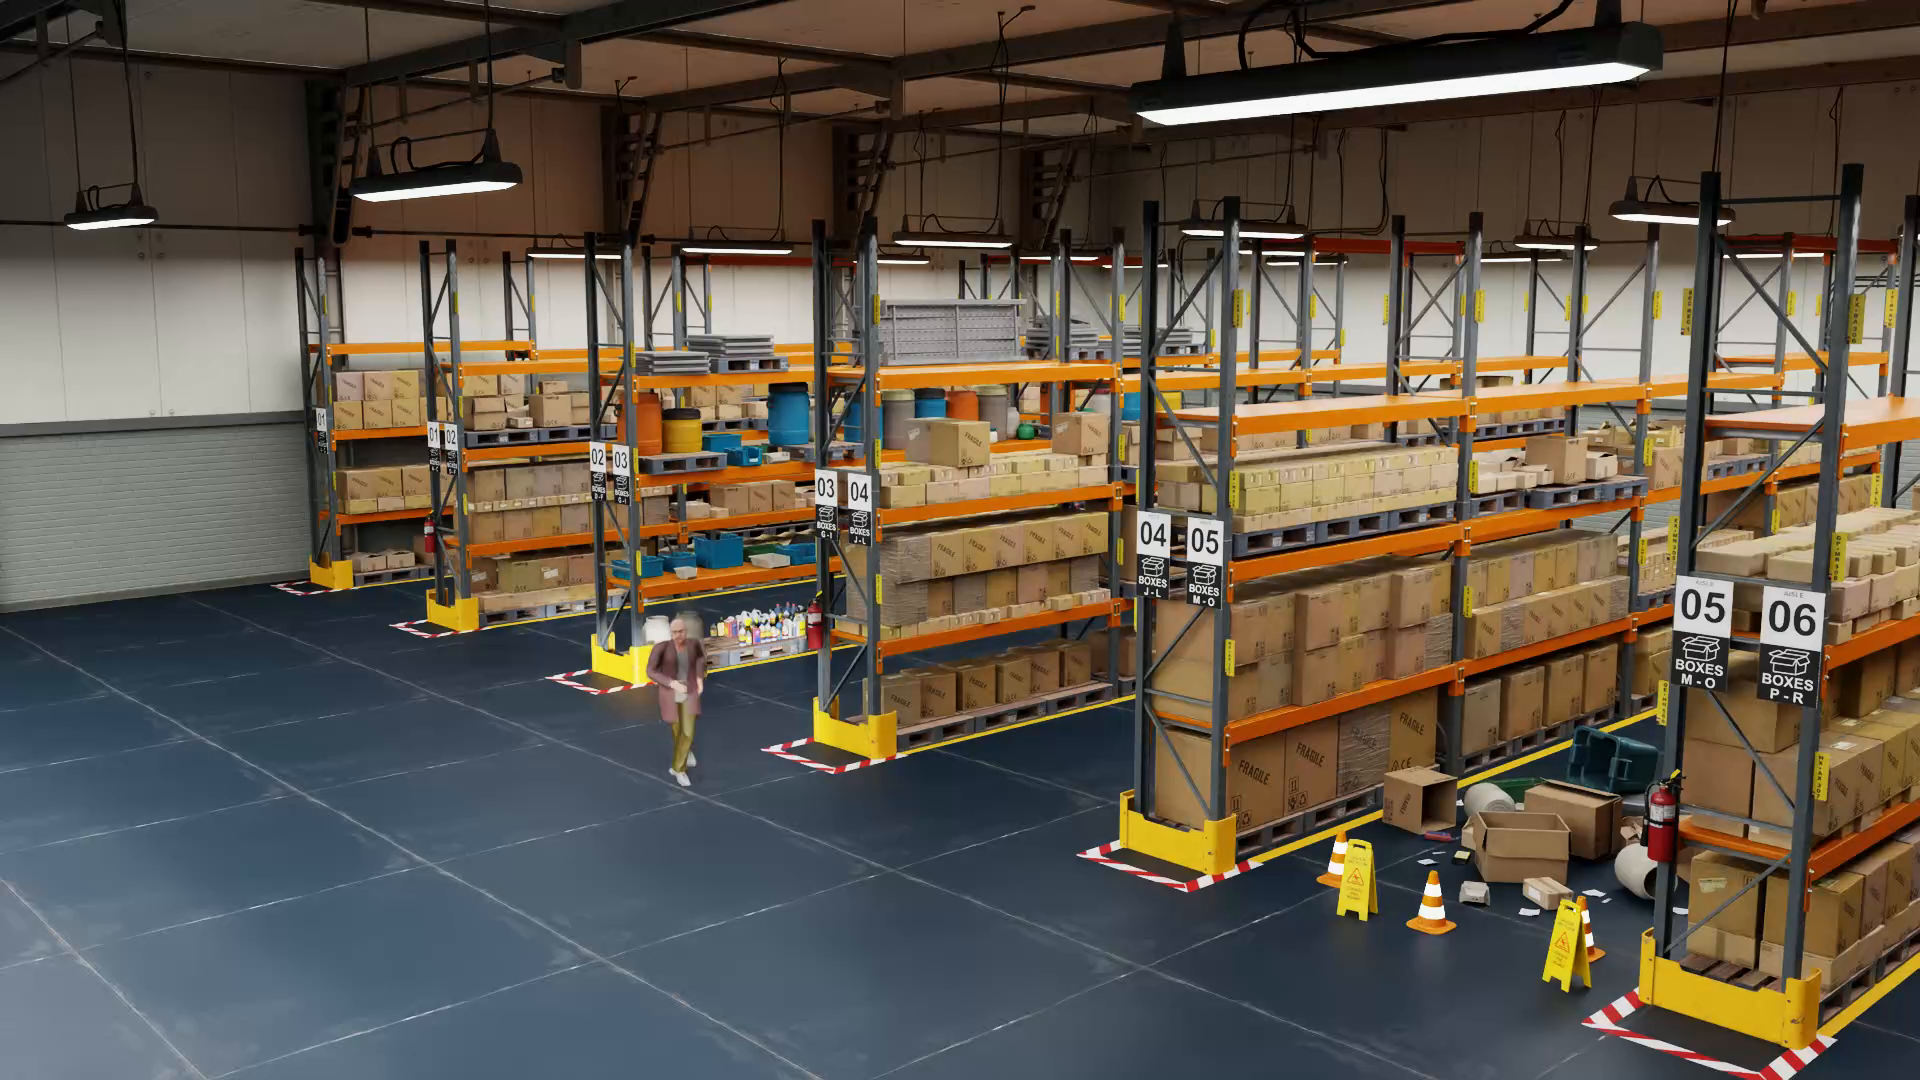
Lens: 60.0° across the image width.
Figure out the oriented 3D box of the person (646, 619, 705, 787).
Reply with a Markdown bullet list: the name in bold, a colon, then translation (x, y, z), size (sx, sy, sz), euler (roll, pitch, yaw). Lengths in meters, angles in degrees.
- **person**: translation (-3.058, 1.685, 17.901), size (0.666, 1.767, 0.906), euler (-2, 9, -16)
